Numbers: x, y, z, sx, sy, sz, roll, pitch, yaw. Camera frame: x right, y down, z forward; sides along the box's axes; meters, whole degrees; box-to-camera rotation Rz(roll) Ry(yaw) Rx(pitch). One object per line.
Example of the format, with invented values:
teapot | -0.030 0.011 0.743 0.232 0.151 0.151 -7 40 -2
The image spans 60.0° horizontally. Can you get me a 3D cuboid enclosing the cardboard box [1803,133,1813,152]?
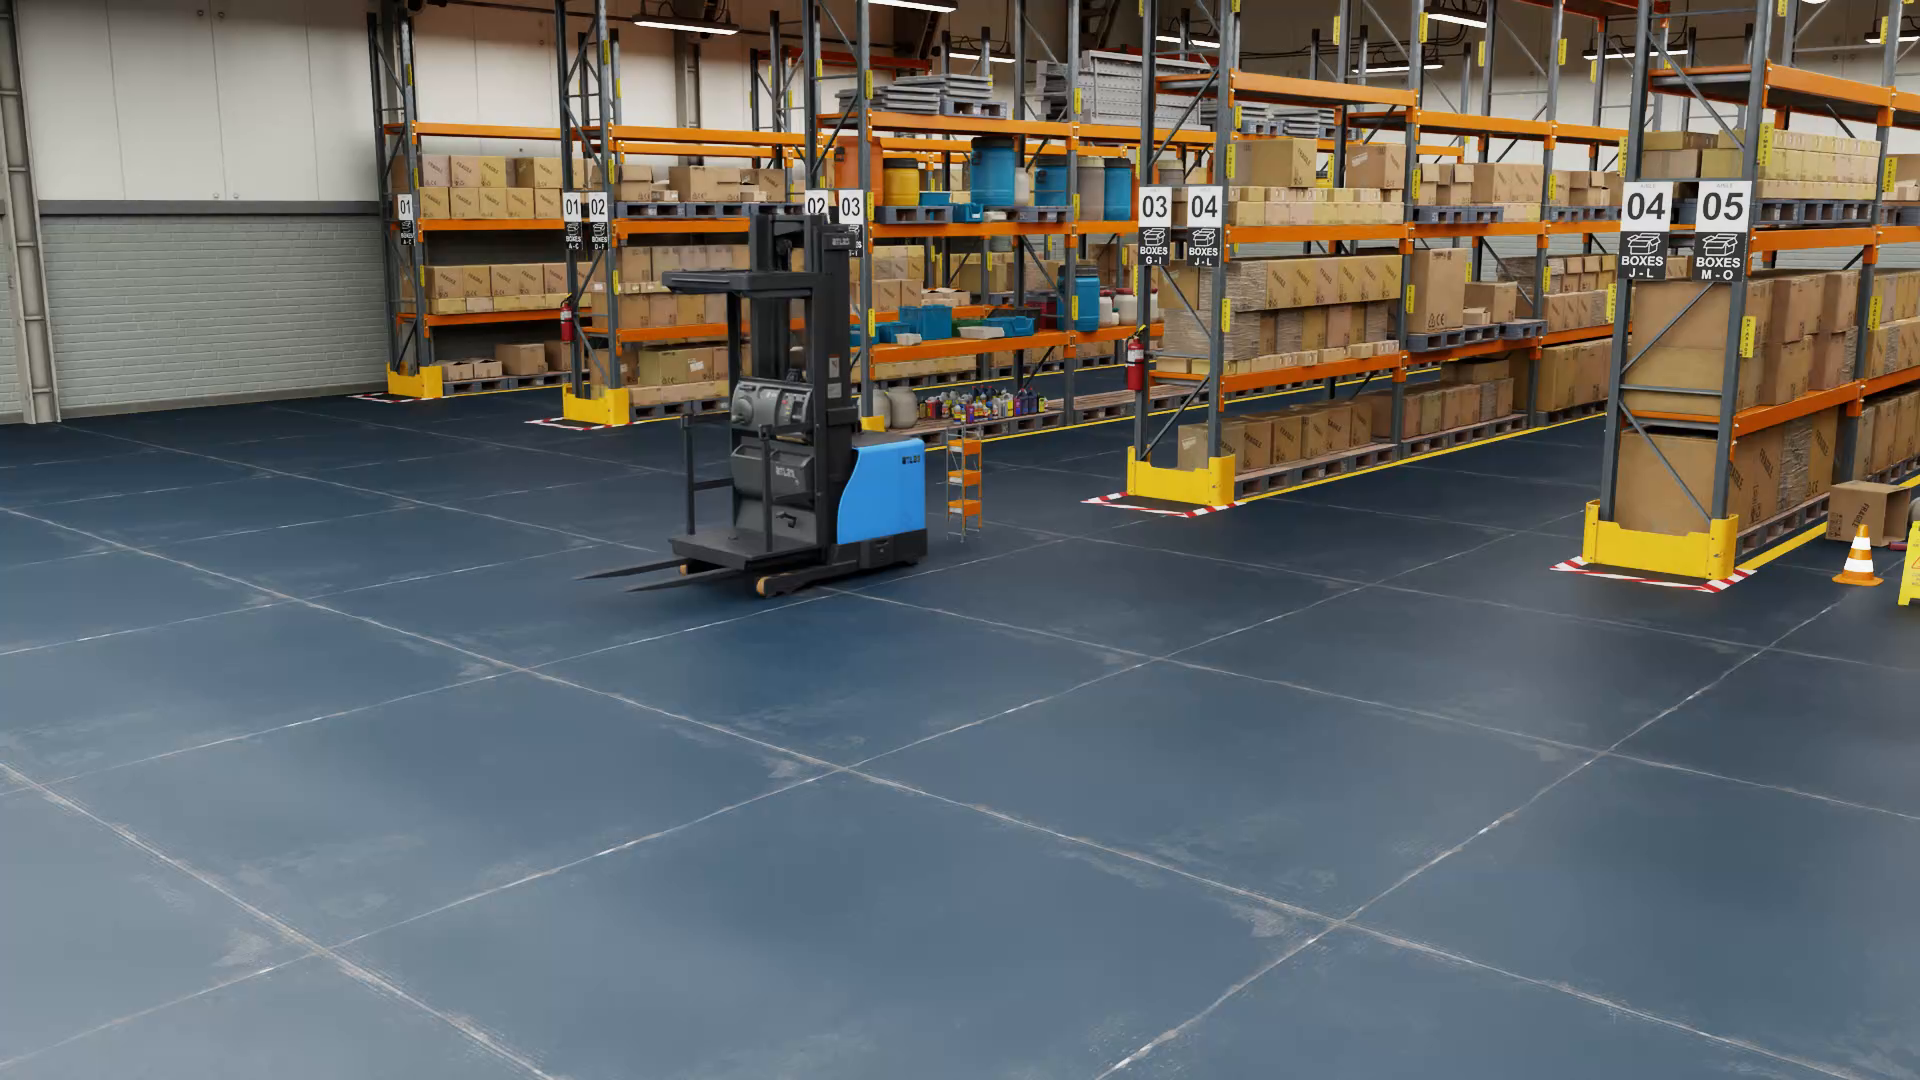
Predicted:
cardboard box | 7.043 -3.393 14.201 0.380 0.149 0.250 9 15 39

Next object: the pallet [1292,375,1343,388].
pallet | 5.913 -2.829 28.873 1.003 0.211 1.213 10 15 40

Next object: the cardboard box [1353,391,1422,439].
cardboard box | 5.315 -1.564 20.683 0.700 0.500 0.500 8 14 36

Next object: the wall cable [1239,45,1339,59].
wall cable | 7.687 -10.506 39.907 3.097 2.526 0.112 10 15 40

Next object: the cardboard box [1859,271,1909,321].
cardboard box | 9.882 -2.668 18.142 0.700 0.500 0.500 10 15 40

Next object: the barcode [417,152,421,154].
barcode | -8.816 -6.293 27.102 0.001 0.075 0.075 10 15 40

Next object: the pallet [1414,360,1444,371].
pallet | 8.521 -3.409 31.779 1.003 0.211 1.213 10 15 40

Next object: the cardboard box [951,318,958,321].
cardboard box | -0.417 -4.662 36.243 0.700 0.500 0.500 10 15 41

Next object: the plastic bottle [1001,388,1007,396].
plastic bottle | 0.633 -2.015 23.522 0.097 0.271 0.097 0 11 0

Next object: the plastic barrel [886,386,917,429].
plastic barrel | -0.760 -1.705 21.408 0.421 0.512 0.421 0 11 0

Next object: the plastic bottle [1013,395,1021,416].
plastic bottle | 0.761 -1.821 22.522 0.133 0.283 0.061 -11 16 -44

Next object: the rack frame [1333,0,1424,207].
rack frame | 4.893 -5.429 19.455 1.000 3.000 0.127 10 15 40

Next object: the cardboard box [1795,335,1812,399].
cardboard box | 7.252 -1.609 15.266 0.875 0.550 0.500 10 15 40

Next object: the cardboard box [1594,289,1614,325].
cardboard box | 9.399 -3.459 24.655 0.500 0.500 0.500 10 15 40

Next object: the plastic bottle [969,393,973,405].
plastic bottle | 0.135 -1.886 22.875 0.097 0.271 0.097 0 11 0

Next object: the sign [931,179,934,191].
sign | -0.574 -7.395 34.835 0.100 0.325 0.005 10 15 40

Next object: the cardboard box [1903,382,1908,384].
cardboard box | 11.447 -1.902 20.508 0.500 0.250 0.500 9 15 39

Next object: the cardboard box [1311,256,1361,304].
cardboard box | 4.143 -2.923 18.659 0.500 0.500 0.500 10 15 40

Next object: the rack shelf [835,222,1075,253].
rack shelf | -0.147 -3.951 21.552 1.077 0.370 4.000 10 15 40

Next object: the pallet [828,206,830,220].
pallet | -1.973 -5.277 26.841 0.805 0.209 1.217 9 14 38

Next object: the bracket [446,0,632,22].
bracket | -6.856 -9.136 28.824 0.076 0.066 4.783 10 15 40

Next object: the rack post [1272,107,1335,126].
rack post | 5.874 -7.089 27.961 0.937 0.300 0.954 9 15 39

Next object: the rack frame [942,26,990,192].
rack frame | 0.095 -7.299 28.817 1.000 3.000 0.127 10 15 40

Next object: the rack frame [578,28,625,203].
rack frame | -6.269 -7.350 29.074 1.000 3.000 0.127 10 15 40

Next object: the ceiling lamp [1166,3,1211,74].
ceiling lamp | 5.321 -12.046 37.684 2.000 3.185 0.800 10 15 40

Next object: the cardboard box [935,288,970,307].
cardboard box | -0.178 -4.265 29.173 0.500 0.311 0.500 11 16 44

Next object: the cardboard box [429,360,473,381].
cardboard box | -8.385 -2.807 27.387 0.500 0.311 0.500 8 14 34

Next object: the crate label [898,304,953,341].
crate label | -0.456 -2.862 21.830 0.502 0.435 0.616 10 15 40

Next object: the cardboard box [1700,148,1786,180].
cardboard box | 6.423 -3.078 13.641 0.500 0.250 0.500 10 15 40

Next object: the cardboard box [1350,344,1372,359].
cardboard box | 4.509 -2.178 19.139 0.380 0.149 0.250 10 15 40

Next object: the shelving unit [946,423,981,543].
shelving unit | 0.035 -0.523 15.187 0.215 1.050 0.252 10 15 40

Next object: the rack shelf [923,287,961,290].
rack shelf | 0.332 -5.527 37.098 1.077 0.370 4.000 10 15 40

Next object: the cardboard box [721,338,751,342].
cardboard box | -3.411 -2.891 26.100 0.500 0.500 0.500 10 15 40

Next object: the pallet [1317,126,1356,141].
pallet | 5.931 -6.832 27.982 1.003 0.211 1.213 10 15 40

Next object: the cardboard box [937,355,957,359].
cardboard box | -0.404 -3.303 28.645 0.500 0.311 0.500 9 15 39

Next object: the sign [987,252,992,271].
sign | 0.514 -4.853 28.934 0.100 0.325 0.005 10 15 40

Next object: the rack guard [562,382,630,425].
rack guard | -5.202 -1.950 23.738 1.175 0.500 0.348 10 15 40

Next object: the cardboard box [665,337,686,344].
cardboard box | -5.492 -3.591 30.830 0.700 0.500 0.500 9 15 39

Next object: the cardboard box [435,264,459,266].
cardboard box | -8.418 -4.293 27.504 0.500 0.500 0.500 10 15 41

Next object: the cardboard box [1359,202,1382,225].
cardboard box | 4.436 -3.708 18.881 0.500 0.250 0.500 10 15 42

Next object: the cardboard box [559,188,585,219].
cardboard box | -6.760 -5.759 28.460 0.500 0.500 0.500 8 14 36

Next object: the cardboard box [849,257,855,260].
cardboard box | -2.454 -5.756 33.429 0.500 0.250 0.500 10 15 41

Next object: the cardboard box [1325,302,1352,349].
cardboard box | 3.939 -2.468 18.933 0.875 0.500 0.500 10 15 40

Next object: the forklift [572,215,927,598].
forklift | -1.668 -1.100 13.274 1.130 2.935 3.031 11 16 43

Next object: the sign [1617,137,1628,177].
sign | 5.514 -3.181 13.800 0.100 0.325 0.005 10 15 40

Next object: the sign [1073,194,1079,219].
sign | 1.579 -4.530 22.590 0.100 0.325 0.005 10 15 40

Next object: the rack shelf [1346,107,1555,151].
rack shelf | 6.214 -5.174 21.038 1.077 0.370 4.000 10 15 40

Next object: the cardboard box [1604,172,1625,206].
cardboard box | 9.799 -5.303 25.157 0.700 0.500 0.500 10 15 42

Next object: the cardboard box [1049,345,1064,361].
cardboard box | 1.627 -3.605 30.900 0.500 0.500 0.500 9 14 38

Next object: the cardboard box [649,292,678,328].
cardboard box | -4.525 -3.374 24.227 0.700 0.500 0.500 10 15 42

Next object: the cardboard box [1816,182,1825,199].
cardboard box | 7.380 -3.077 14.653 0.380 0.149 0.250 10 15 41

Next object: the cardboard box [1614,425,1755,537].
cardboard box | 6.310 -0.515 14.520 0.875 0.875 0.875 10 15 41

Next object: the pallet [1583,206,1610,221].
pallet | 8.655 -4.720 24.048 1.003 0.211 1.213 11 16 43

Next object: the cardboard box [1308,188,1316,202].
cardboard box | 3.622 -3.732 17.981 0.380 0.149 0.250 10 15 40
